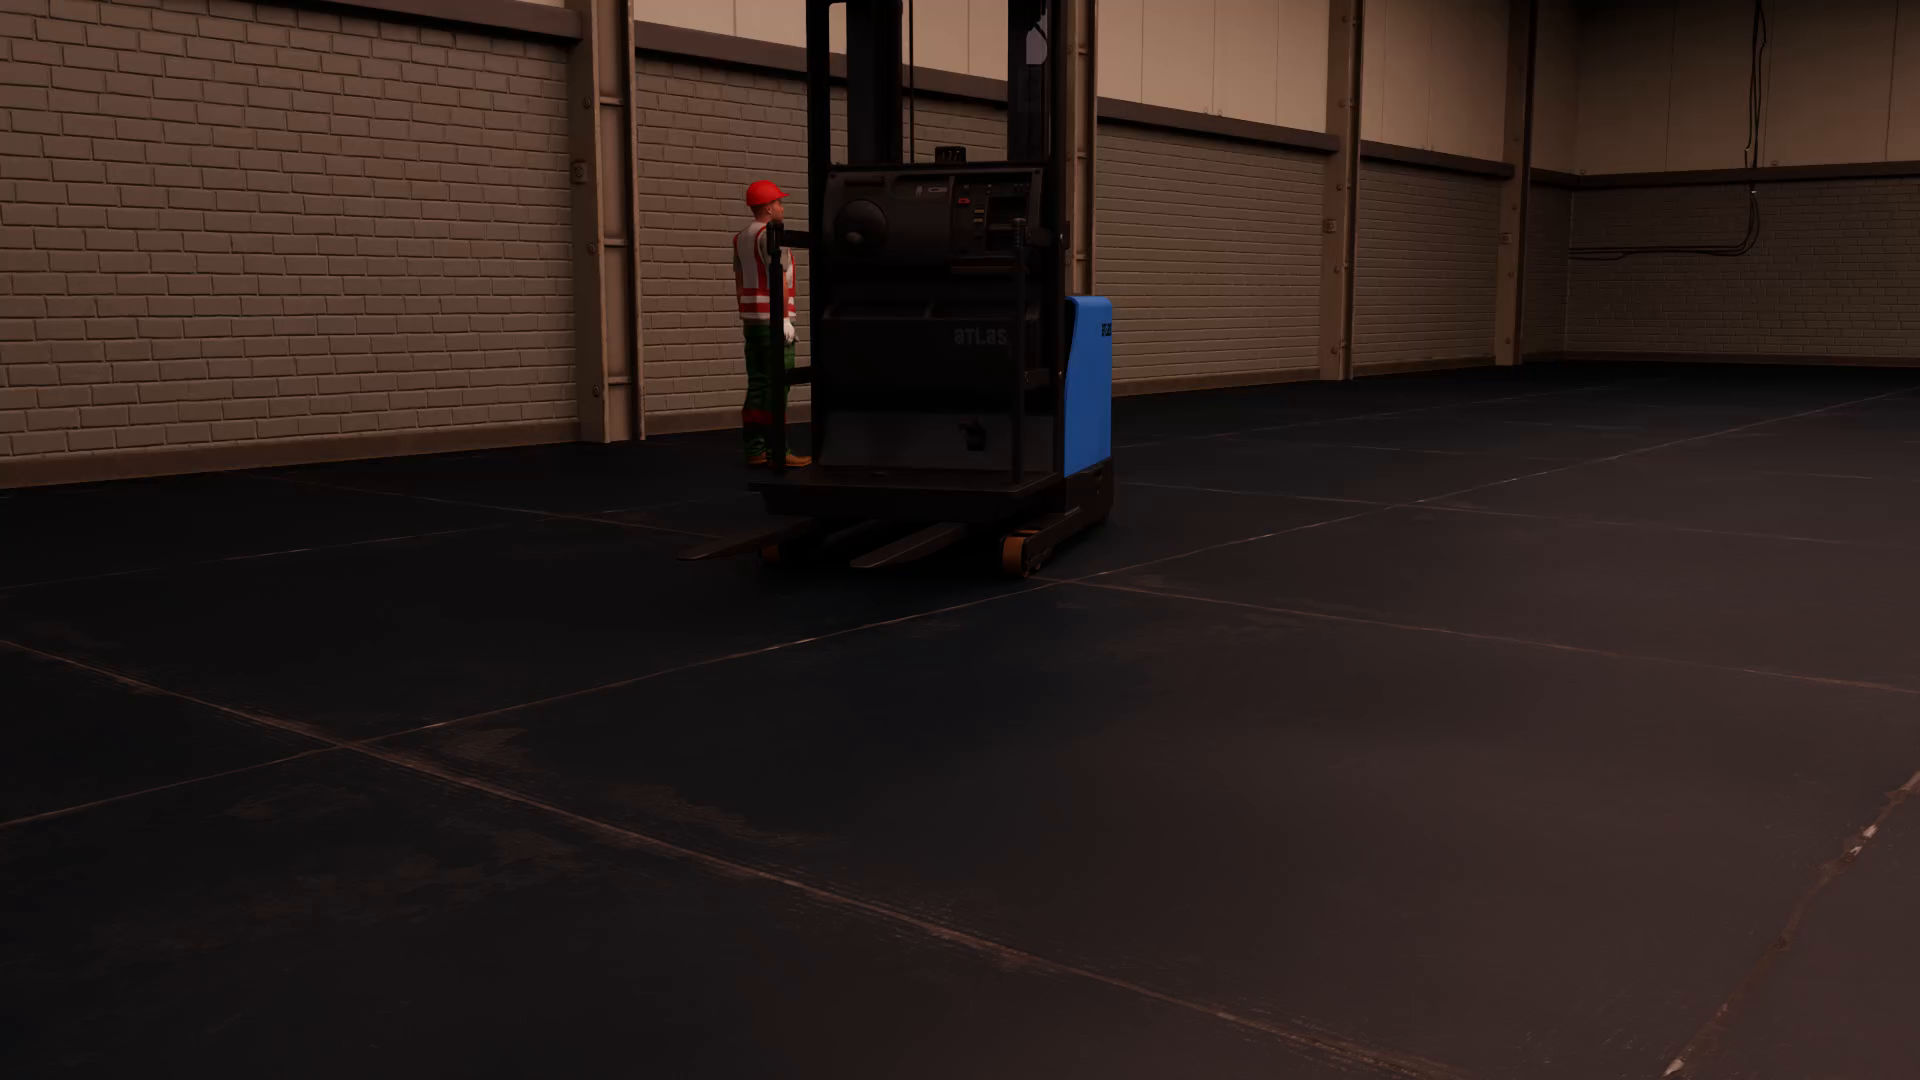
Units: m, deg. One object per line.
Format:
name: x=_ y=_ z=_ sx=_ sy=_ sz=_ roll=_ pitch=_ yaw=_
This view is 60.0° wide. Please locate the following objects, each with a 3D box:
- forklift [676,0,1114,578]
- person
forklift: x=-0.176 y=-1.366 z=6.616 sx=1.130 sy=2.935 sz=3.031 roll=3 pitch=9 yaw=17
person: x=-1.200 y=-1.362 z=10.530 sx=0.348 sy=1.795 sz=0.538 roll=-6 pitch=10 yaw=-37
